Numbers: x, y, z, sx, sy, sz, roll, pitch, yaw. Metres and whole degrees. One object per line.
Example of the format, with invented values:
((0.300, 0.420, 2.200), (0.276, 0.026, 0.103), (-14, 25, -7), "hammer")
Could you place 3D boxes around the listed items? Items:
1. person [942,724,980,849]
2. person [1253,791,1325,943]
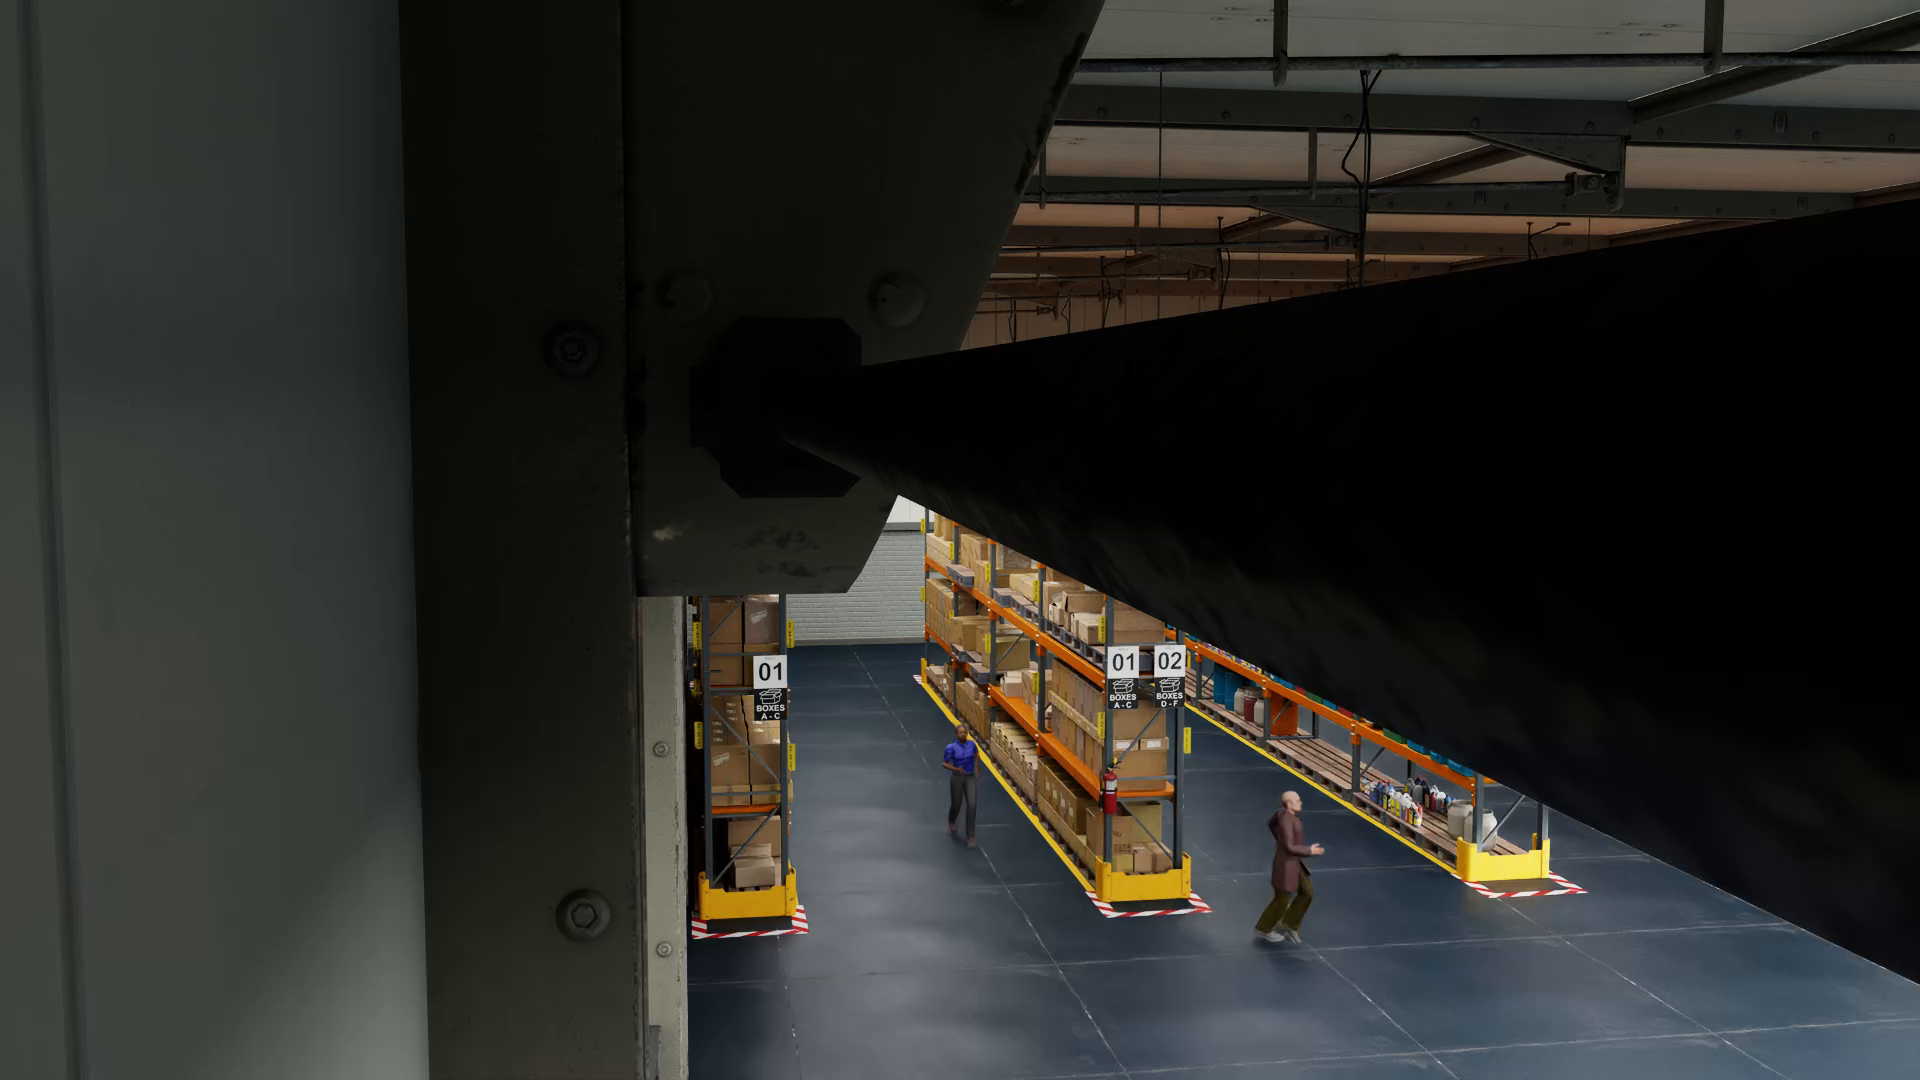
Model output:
((0.029, 3.438, 23.525), (0.587, 1.688, 0.895), (-1, 5, -14), "person")
((3.788, 3.785, 19.117), (0.798, 1.840, 0.735), (2, 5, 18), "person")
